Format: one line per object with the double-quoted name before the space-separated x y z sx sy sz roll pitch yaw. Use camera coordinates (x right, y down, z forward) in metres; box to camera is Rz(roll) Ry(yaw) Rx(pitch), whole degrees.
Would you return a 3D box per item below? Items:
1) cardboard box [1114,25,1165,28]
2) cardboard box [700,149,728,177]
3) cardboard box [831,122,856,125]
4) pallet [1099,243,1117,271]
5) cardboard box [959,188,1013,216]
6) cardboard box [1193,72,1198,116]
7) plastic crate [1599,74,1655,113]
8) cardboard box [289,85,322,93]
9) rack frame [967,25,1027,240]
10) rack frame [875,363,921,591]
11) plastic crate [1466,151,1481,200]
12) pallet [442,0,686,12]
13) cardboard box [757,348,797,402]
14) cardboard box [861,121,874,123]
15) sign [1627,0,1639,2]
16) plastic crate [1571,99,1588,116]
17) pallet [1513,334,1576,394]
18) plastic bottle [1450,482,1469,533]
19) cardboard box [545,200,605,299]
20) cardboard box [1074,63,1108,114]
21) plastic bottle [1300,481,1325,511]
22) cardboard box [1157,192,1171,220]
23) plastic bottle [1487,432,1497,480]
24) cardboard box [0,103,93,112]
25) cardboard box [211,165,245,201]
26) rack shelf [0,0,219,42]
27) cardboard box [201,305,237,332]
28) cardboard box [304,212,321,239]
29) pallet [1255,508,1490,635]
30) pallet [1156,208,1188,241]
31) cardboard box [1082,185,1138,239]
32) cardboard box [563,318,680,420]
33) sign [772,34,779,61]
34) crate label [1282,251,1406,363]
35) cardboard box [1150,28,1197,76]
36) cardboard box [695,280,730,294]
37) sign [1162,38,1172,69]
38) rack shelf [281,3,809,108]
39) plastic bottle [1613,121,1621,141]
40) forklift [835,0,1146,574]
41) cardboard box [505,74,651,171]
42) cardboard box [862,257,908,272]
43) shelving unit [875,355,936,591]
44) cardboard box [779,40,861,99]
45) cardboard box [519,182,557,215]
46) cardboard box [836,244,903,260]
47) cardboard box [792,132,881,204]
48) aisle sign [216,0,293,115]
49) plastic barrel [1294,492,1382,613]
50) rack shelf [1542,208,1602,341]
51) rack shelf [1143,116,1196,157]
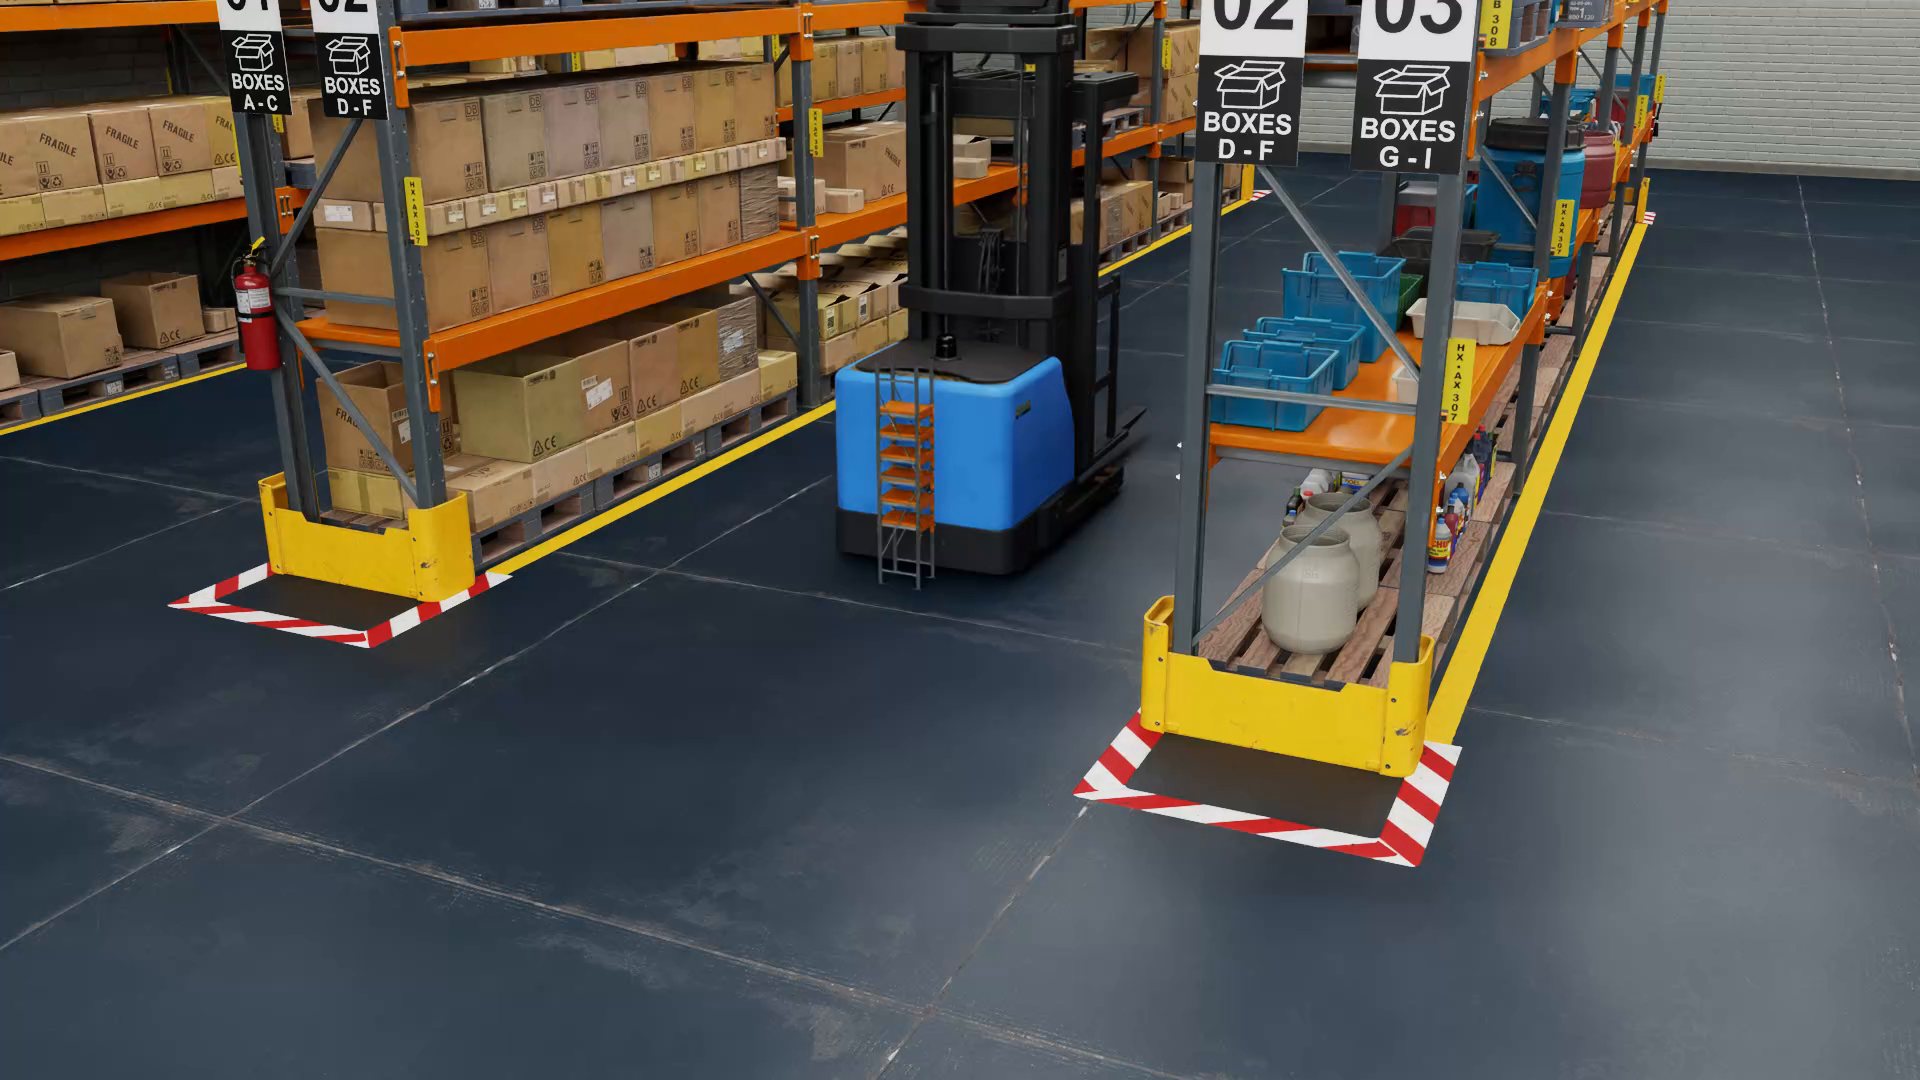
"cardboard box" 2.157 -5.913 19.977 0.500 0.500 0.500 9 21 23
"cardboard box" -1.734 -2.452 10.770 0.380 0.149 0.250 9 21 23
"cardboard box" -1.644 -5.804 23.447 0.380 0.149 0.250 9 21 23
"pallet" 0.975 -2.952 17.454 1.003 0.211 1.213 9 21 23
"cardboard box" 0.322 -3.390 16.478 0.500 0.250 0.500 9 22 25
"cardboard box" 2.643 -5.369 19.939 0.500 0.500 0.500 8 21 22
"plastic crate" 7.961 -5.353 19.901 0.616 0.435 0.499 9 21 23
"cardboard box" -5.550 -3.702 14.595 0.700 0.500 0.500 11 22 28
"rack frame" 0.134 -3.671 15.314 1.000 3.000 0.127 9 21 23
"rack frame" -0.318 -0.316 8.567 0.240 1.200 0.006 8 21 22
"plastic crate" 3.711 -2.568 12.118 0.402 0.464 0.583 9 21 23
"pallet" -2.330 -3.184 9.600 1.003 0.211 1.213 9 21 23
"cardboard box" -1.494 -1.179 11.783 0.500 0.250 0.500 9 21 23
"cardboard box" -1.192 -5.829 23.518 0.380 0.149 0.250 8 21 22
"sign" 5.156 -4.281 12.709 0.100 0.325 0.005 9 21 23
"plastic crate" 6.864 -4.860 18.819 0.416 0.233 0.300 9 21 23
"pallet" 4.299 -1.445 13.216 1.003 0.211 1.213 9 21 23
"plastic bottle" 2.667 -0.175 8.900 0.097 0.271 0.097 0 20 0
"cardboard box" -2.520 -1.726 9.695 0.700 0.500 0.500 9 21 23
"cardboard box" 1.150 -4.806 17.729 0.700 0.500 0.500 12 23 31
"plastic bottle" 1.856 -0.163 8.860 0.152 0.276 0.135 9 21 23
"cardboard box" 2.141 -3.933 19.407 0.500 0.311 0.500 9 21 23
"plastic bottle" 3.118 -0.502 9.802 0.061 0.283 0.133 10 22 25
"cardboard box" -6.832 -2.994 12.487 0.500 0.500 0.500 9 22 24
"cardboard box" -5.942 -2.879 13.282 0.500 0.250 0.500 9 21 23
"rack shelf" -6.844 -3.590 11.683 1.077 0.370 4.000 9 21 23
"cardboard box" -6.216 -1.831 13.714 0.380 0.166 0.250 6 20 16
"cardboard box" -5.561 -2.872 15.022 0.500 0.250 0.500 8 21 22
"pallet" 2.202 0.120 8.815 1.003 0.211 1.213 9 21 23
"pallet" 2.054 -3.790 19.810 1.003 0.211 1.213 9 21 23
"cardboard box" 1.621 -3.583 18.141 0.500 0.500 0.500 9 21 23
"cardboard box" -2.103 -1.073 10.366 0.500 0.500 0.500 9 21 23
"sign" -2.250 -6.009 20.279 0.100 0.325 0.005 9 21 23
"crate label" 1.883 -1.161 8.204 0.502 0.435 0.616 9 21 23
"cardboard box" 2.433 -5.675 19.308 0.500 0.500 0.500 8 21 21
"cardboard box" -1.979 -1.605 11.863 0.500 0.500 0.500 9 21 23
"sign" 2.280 -5.364 18.347 0.100 0.325 0.005 9 21 23
"rack shelf" -2.323 -2.911 9.775 1.077 0.370 4.000 9 21 23
"plastic bottle" 6.423 -3.990 16.395 0.152 0.276 0.135 9 21 23
"forklift" 0.365 -1.656 9.750 1.130 2.935 3.031 8 21 22
"cardboard box" -2.296 -2.510 9.964 0.700 0.500 0.500 9 21 23
"cardboard box" -0.479 -2.177 13.753 0.500 0.311 0.500 9 22 24
"shelving unit" -0.282 -0.344 8.646 0.258 1.200 0.189 8 21 22
"cardboard box" -1.919 -6.323 22.325 0.980 0.700 0.700 7 21 20
"cardboard box" -2.470 -1.902 9.224 0.380 0.149 0.250 8 21 22
"cardboard box" -0.767 -2.400 14.381 0.500 0.311 0.500 8 21 21
"cardboard box" -0.959 -2.889 12.966 0.500 0.500 0.500 10 22 27
"aisle sign" -3.437 -2.470 8.059 0.394 0.787 0.004 9 21 23
"plastic barrel" 1.781 0.065 7.896 0.421 0.512 0.421 0 20 0
"rack shelf" 3.833 -2.040 11.801 1.077 0.370 4.000 9 21 23
"rack shelf" 2.591 -5.166 20.592 1.077 0.370 4.000 9 21 23
